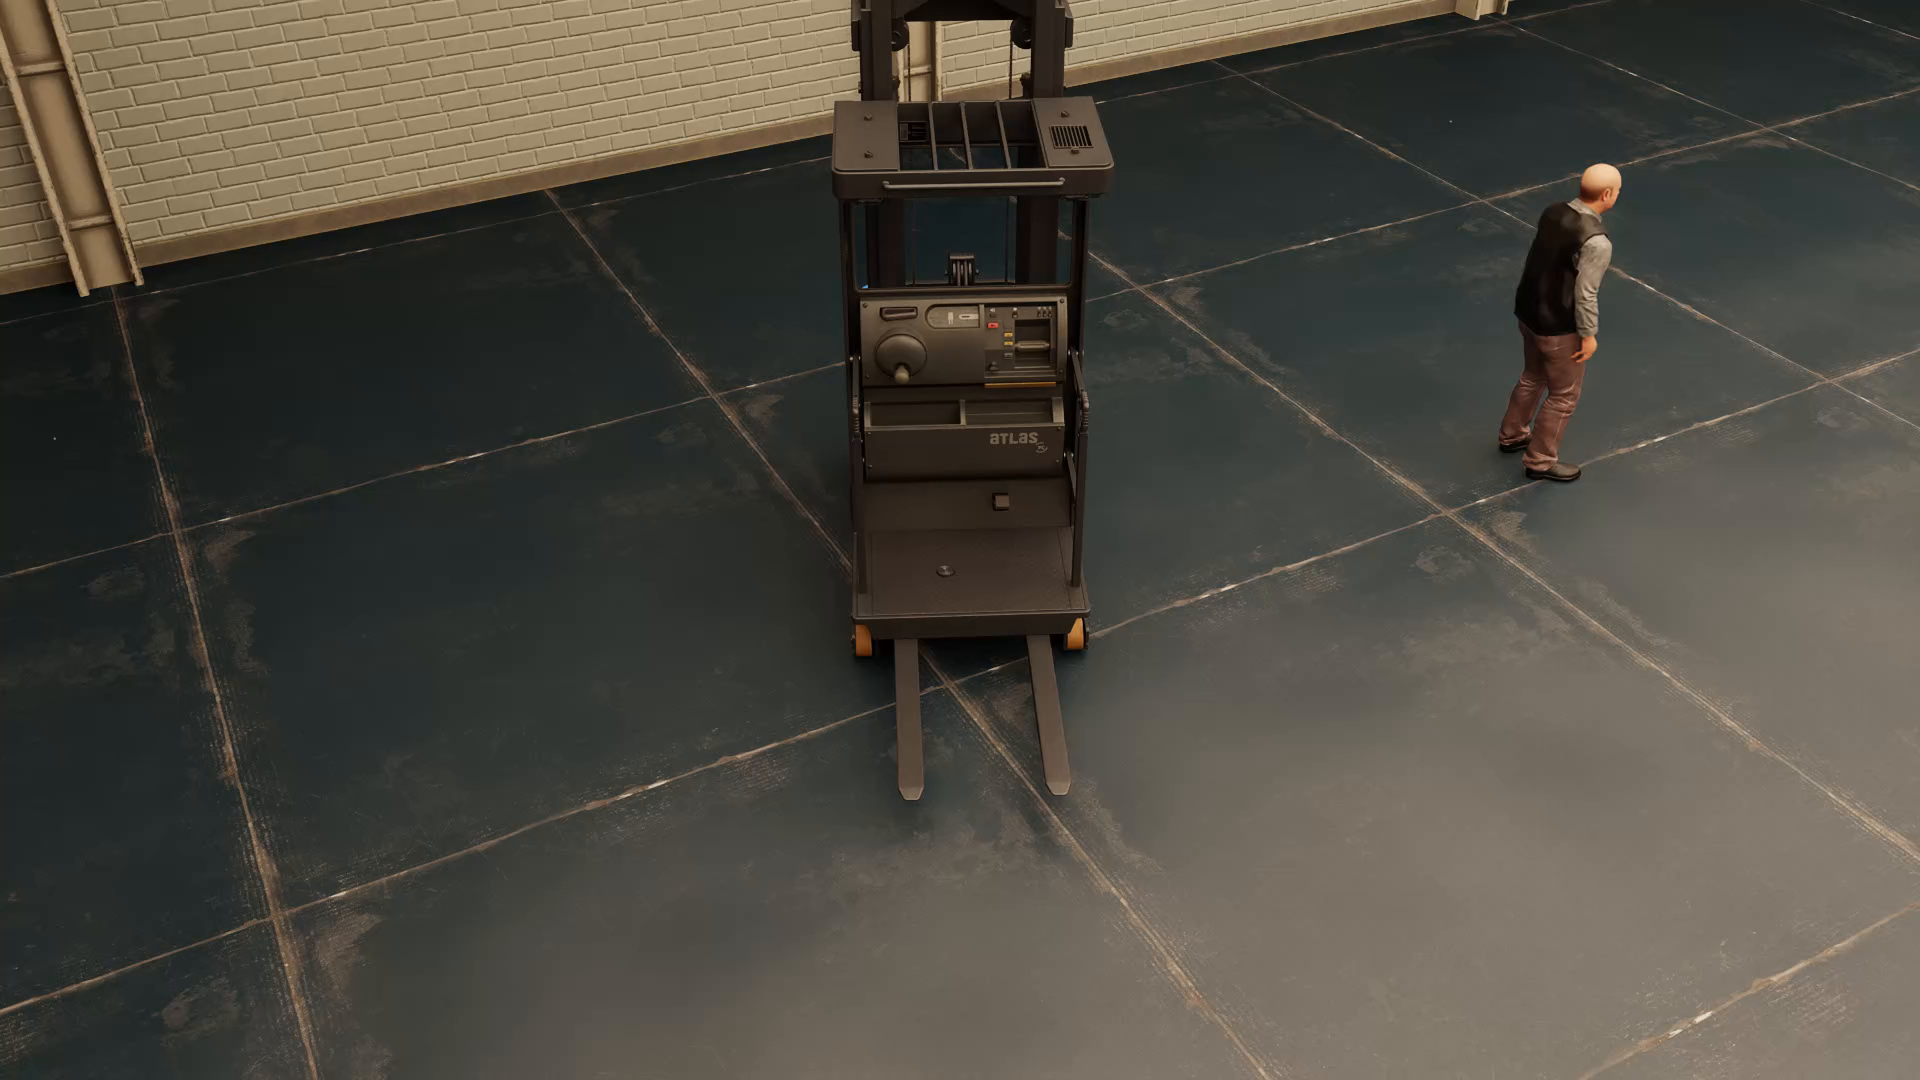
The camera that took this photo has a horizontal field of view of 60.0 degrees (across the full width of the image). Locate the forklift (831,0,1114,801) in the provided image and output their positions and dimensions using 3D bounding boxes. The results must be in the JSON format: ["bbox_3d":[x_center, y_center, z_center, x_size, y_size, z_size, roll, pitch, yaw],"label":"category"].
[{"bbox_3d":[0.031,-0.837,7.307,1.130,2.935,3.031,-2,35,-2],"label":"forklift"}]

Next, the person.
[{"bbox_3d":[3.159,-1.158,8.811,0.421,1.720,0.580,-7,36,-10],"label":"person"}]
